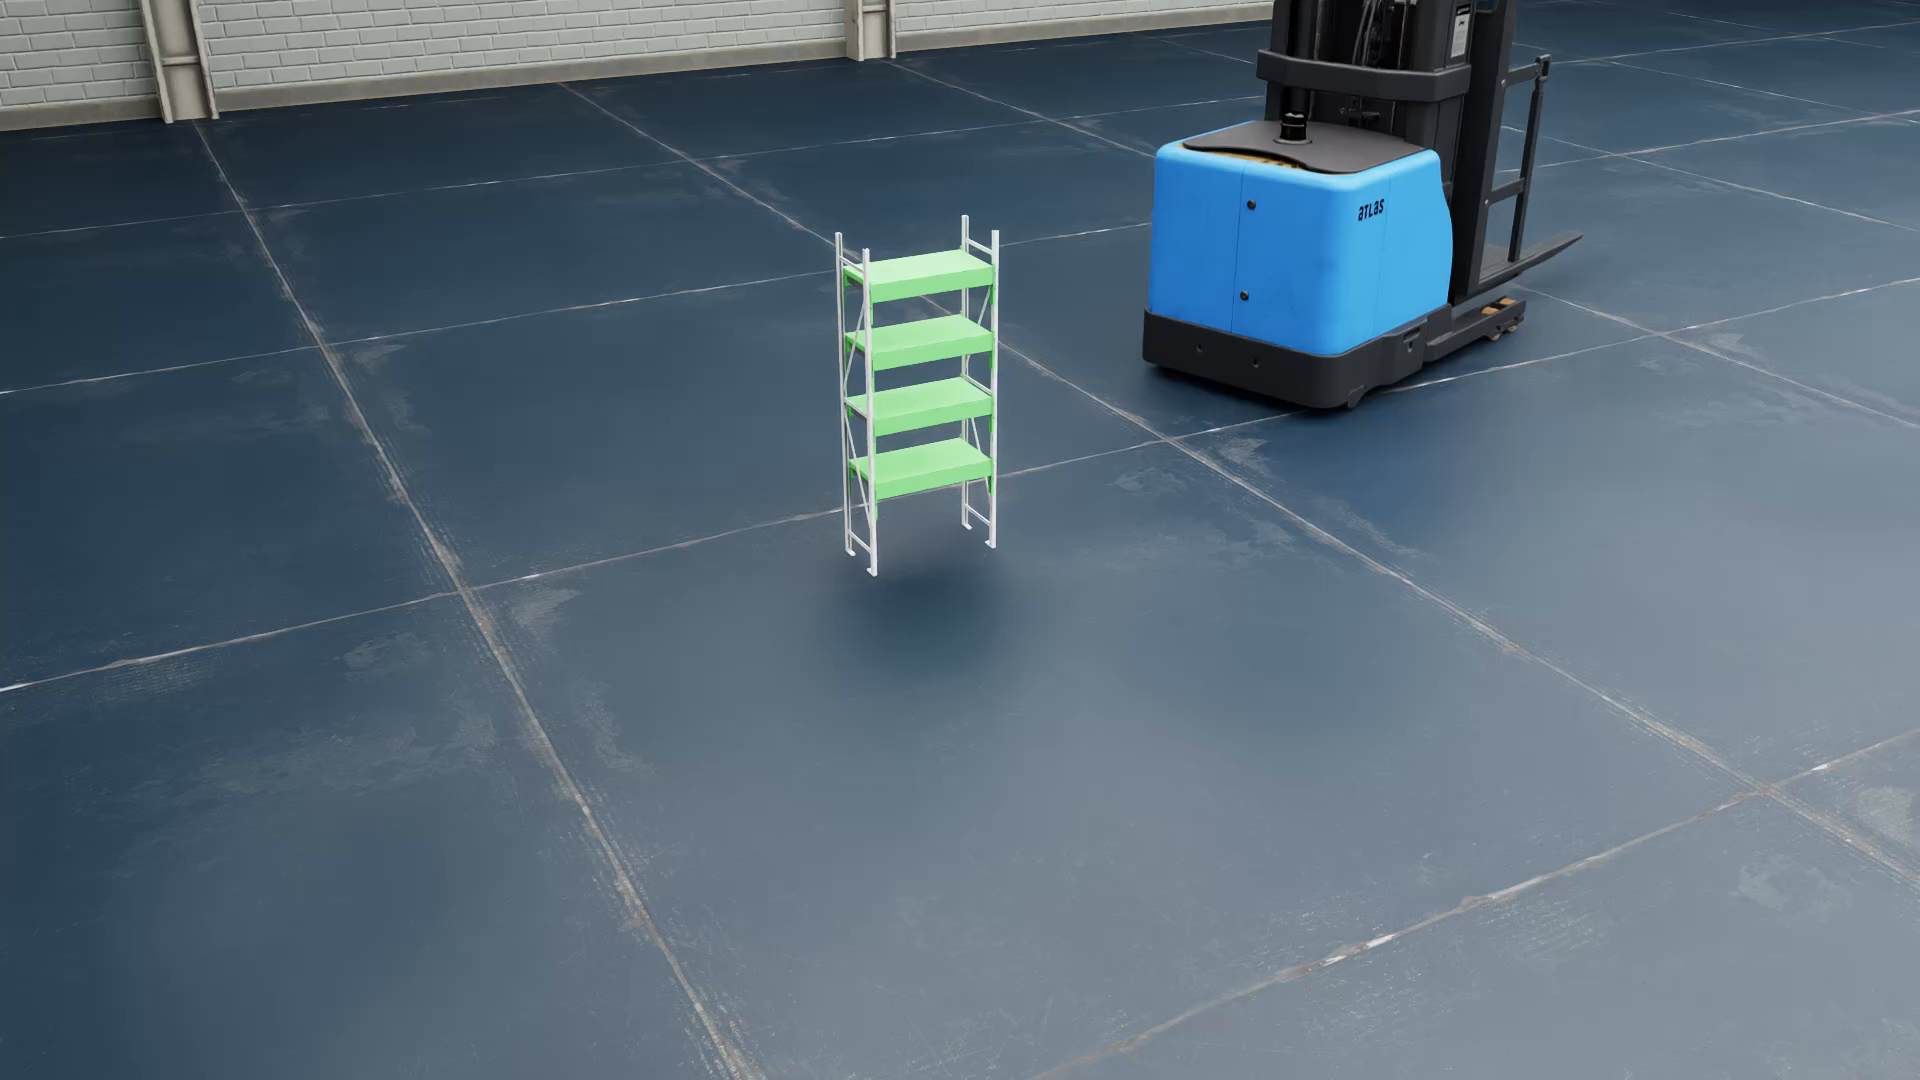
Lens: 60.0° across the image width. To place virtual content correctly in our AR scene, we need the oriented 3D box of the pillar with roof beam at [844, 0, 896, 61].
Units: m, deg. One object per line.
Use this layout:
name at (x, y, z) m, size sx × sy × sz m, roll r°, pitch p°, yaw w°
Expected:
pillar with roof beam at (1.175, -7.010, 10.454) m, size 0.400 × 9.000 × 9.100 m, roll -13°, pitch 29°, yaw -25°

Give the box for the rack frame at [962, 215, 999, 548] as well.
rack frame at (0.069, -0.557, 6.024) m, size 0.015 × 1.200 × 0.240 m, roll -13°, pitch 29°, yaw -25°

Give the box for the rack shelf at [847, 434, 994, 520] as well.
rack shelf at (-0.146, -0.233, 6.052) m, size 0.480 × 0.148 × 0.258 m, roll -13°, pitch 29°, yaw -25°

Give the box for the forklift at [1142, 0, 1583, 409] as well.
forklift at (2.227, -2.451, 7.968) m, size 1.130 × 2.935 × 3.031 m, roll 21°, pitch 33°, yaw 37°

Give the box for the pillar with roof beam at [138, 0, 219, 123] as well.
pillar with roof beam at (-4.119, -5.788, 7.909) m, size 0.400 × 9.000 × 9.100 m, roll -13°, pitch 29°, yaw -25°

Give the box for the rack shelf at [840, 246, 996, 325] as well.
rack shelf at (-0.146, -0.882, 5.740) m, size 0.480 × 0.148 × 0.258 m, roll -13°, pitch 29°, yaw -25°

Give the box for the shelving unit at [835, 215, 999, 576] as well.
shelving unit at (-0.146, -0.507, 5.920) m, size 0.503 × 1.200 × 0.258 m, roll -13°, pitch 29°, yaw -25°

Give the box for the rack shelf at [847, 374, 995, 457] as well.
rack shelf at (-0.146, -0.450, 5.948) m, size 0.480 × 0.148 × 0.258 m, roll -13°, pitch 29°, yaw -25°

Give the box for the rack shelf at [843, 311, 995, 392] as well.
rack shelf at (-0.146, -0.666, 5.844) m, size 0.480 × 0.148 × 0.258 m, roll -13°, pitch 29°, yaw -25°

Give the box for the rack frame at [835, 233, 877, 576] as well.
rack frame at (-0.361, -0.457, 5.817) m, size 0.015 × 1.200 × 0.240 m, roll -13°, pitch 29°, yaw -25°
